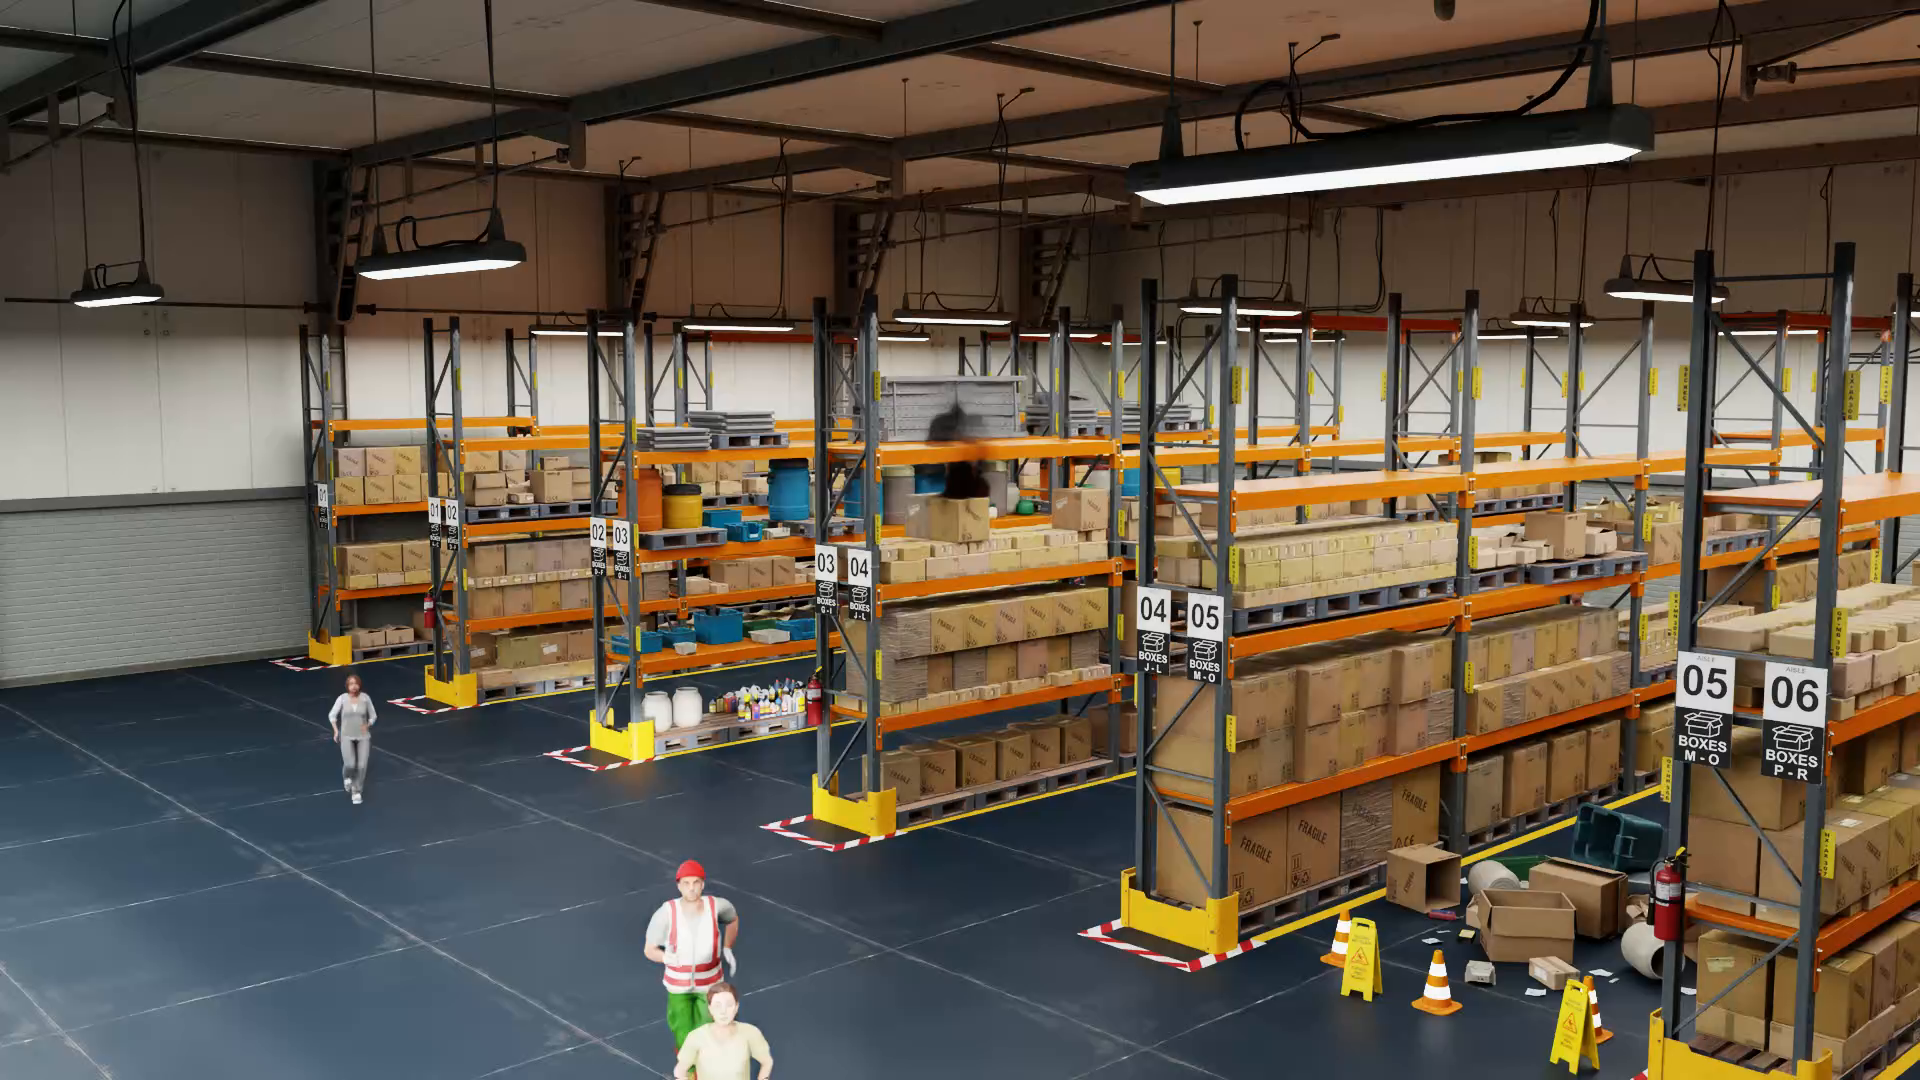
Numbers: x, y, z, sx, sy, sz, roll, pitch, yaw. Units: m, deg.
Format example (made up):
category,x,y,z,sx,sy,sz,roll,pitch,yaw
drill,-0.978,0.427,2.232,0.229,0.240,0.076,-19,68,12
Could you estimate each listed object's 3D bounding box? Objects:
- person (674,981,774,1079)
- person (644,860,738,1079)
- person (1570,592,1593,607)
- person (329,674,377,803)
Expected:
category,x,y,z,sx,sy,sz,roll,pitch,yaw
person,-1.378,3.380,9.766,0.581,1.629,0.633,-1,6,-11
person,-1.843,3.095,11.466,0.648,1.809,0.920,-1,6,-9
person,9.915,1.601,26.744,0.661,1.762,0.788,4,7,38
person,-7.247,2.387,19.905,0.533,1.557,0.541,-3,6,-25
